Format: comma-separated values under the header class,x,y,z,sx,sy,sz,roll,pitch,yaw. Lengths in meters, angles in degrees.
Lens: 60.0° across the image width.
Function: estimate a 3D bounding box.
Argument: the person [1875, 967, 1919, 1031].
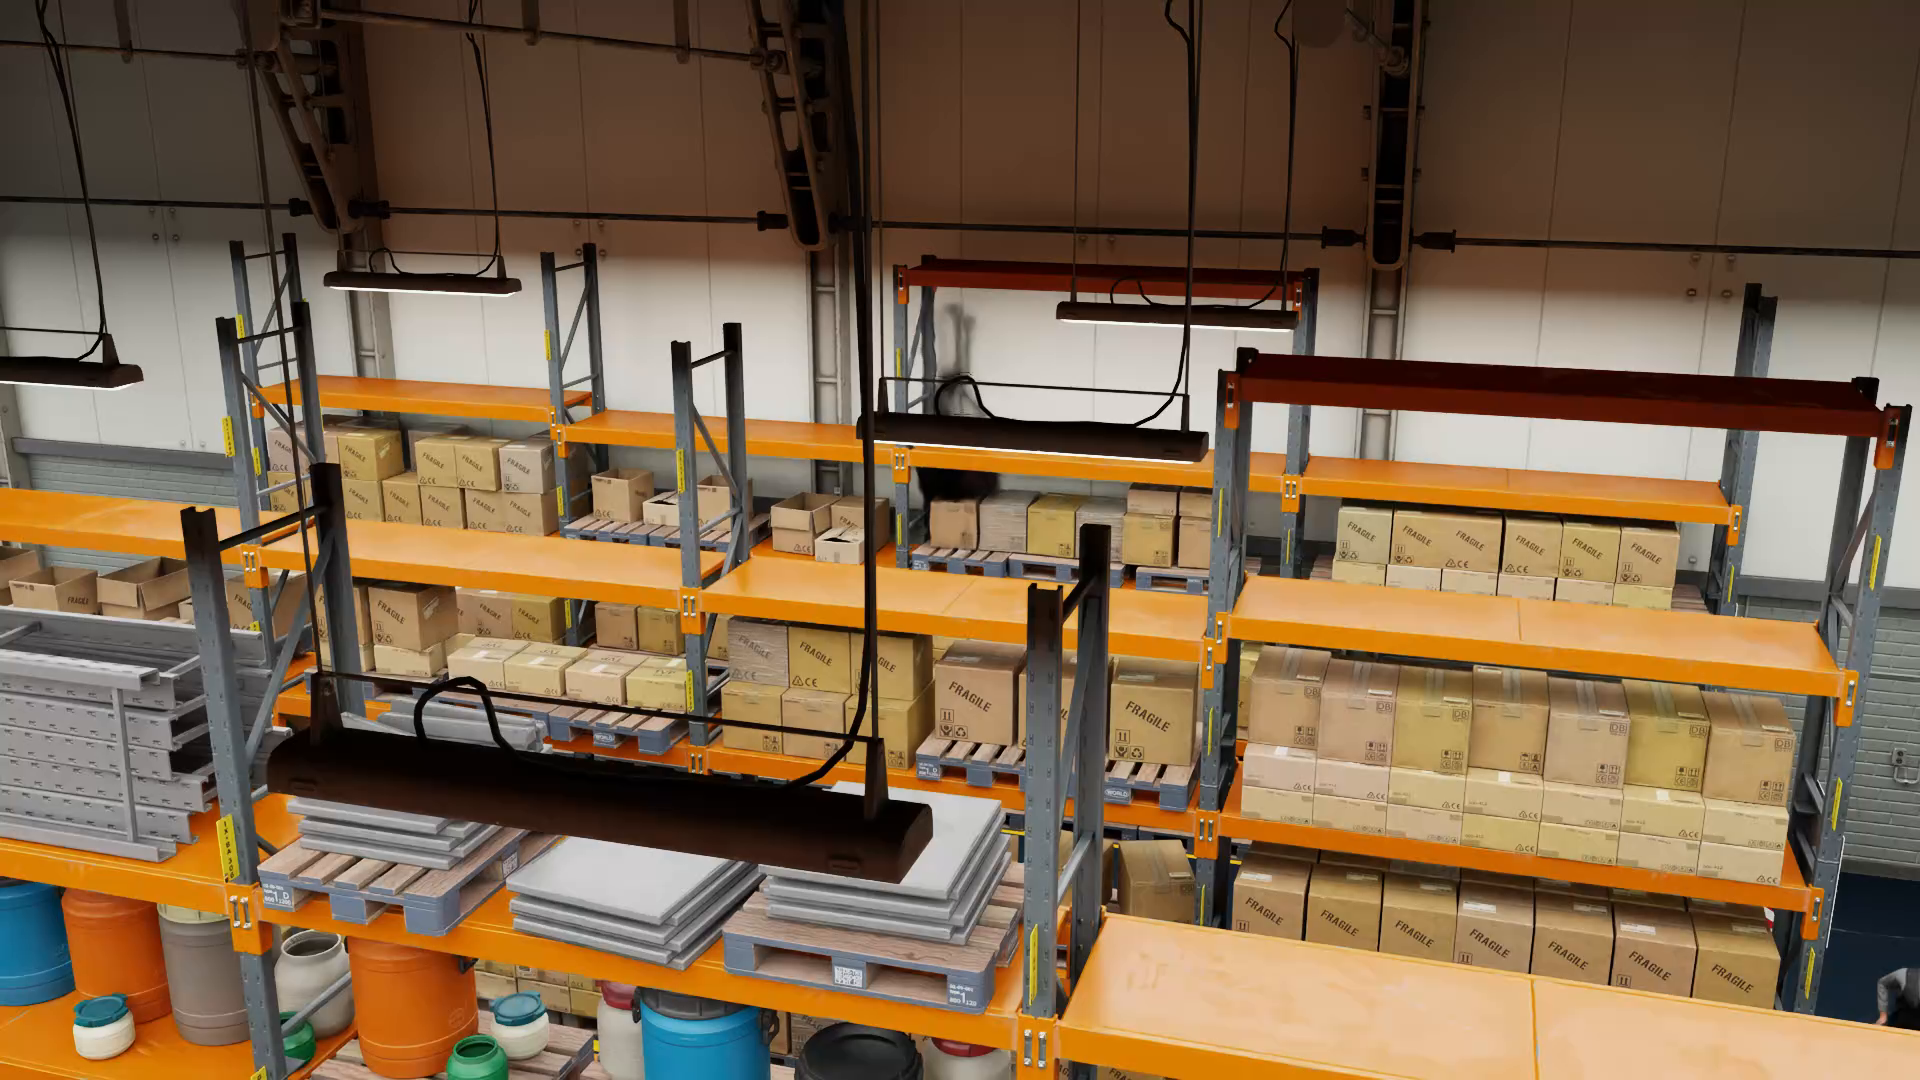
class,x,y,z,sx,sy,sz,roll,pitch,yaw
person,7.128,3.831,12.384,0.629,1.756,0.729,9,18,27
